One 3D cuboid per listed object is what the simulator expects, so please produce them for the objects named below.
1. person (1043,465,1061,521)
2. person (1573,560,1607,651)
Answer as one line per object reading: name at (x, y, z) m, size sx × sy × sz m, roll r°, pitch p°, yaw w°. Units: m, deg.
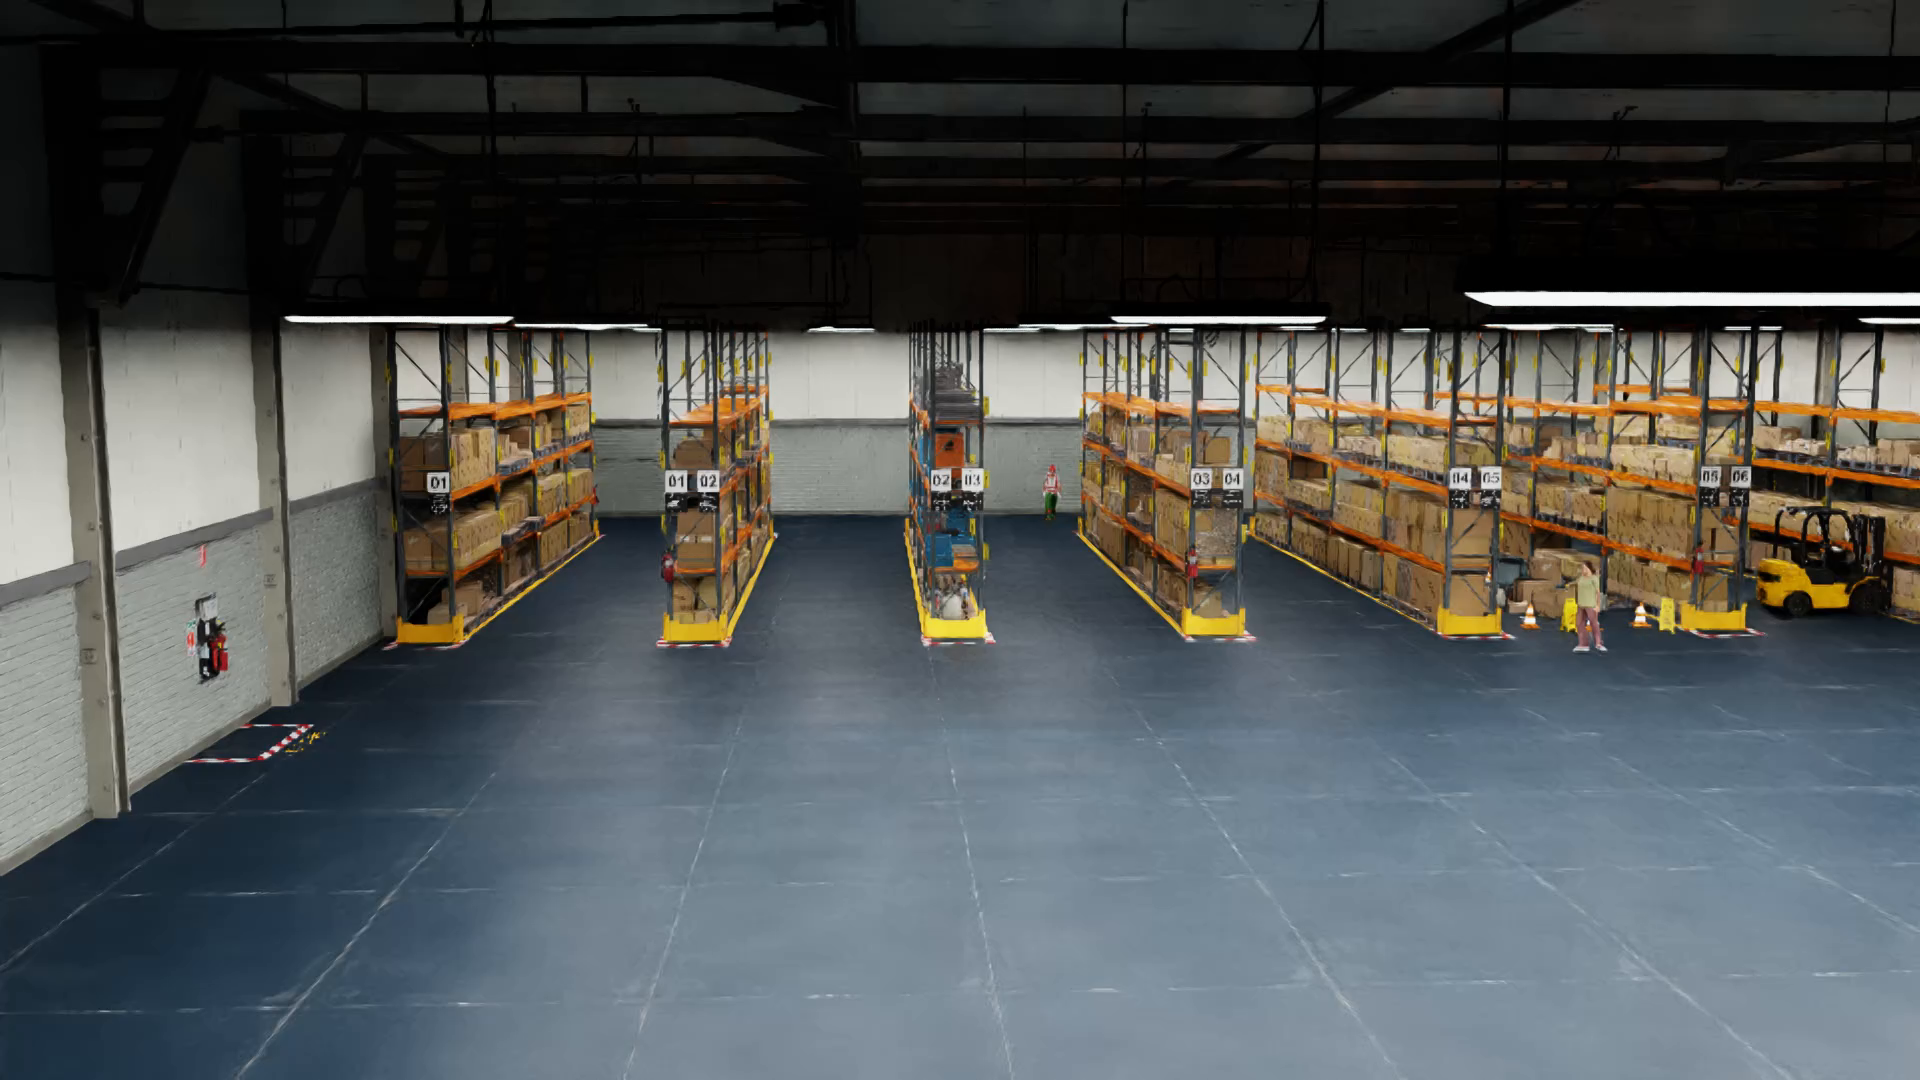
person at (2.835, -1.467, 51.190) m, size 0.556 × 1.704 × 1.120 m, roll 0°, pitch 7°, yaw -1°
person at (11.416, 1.189, 30.151) m, size 0.535 × 1.662 × 0.512 m, roll -4°, pitch 8°, yaw -30°
